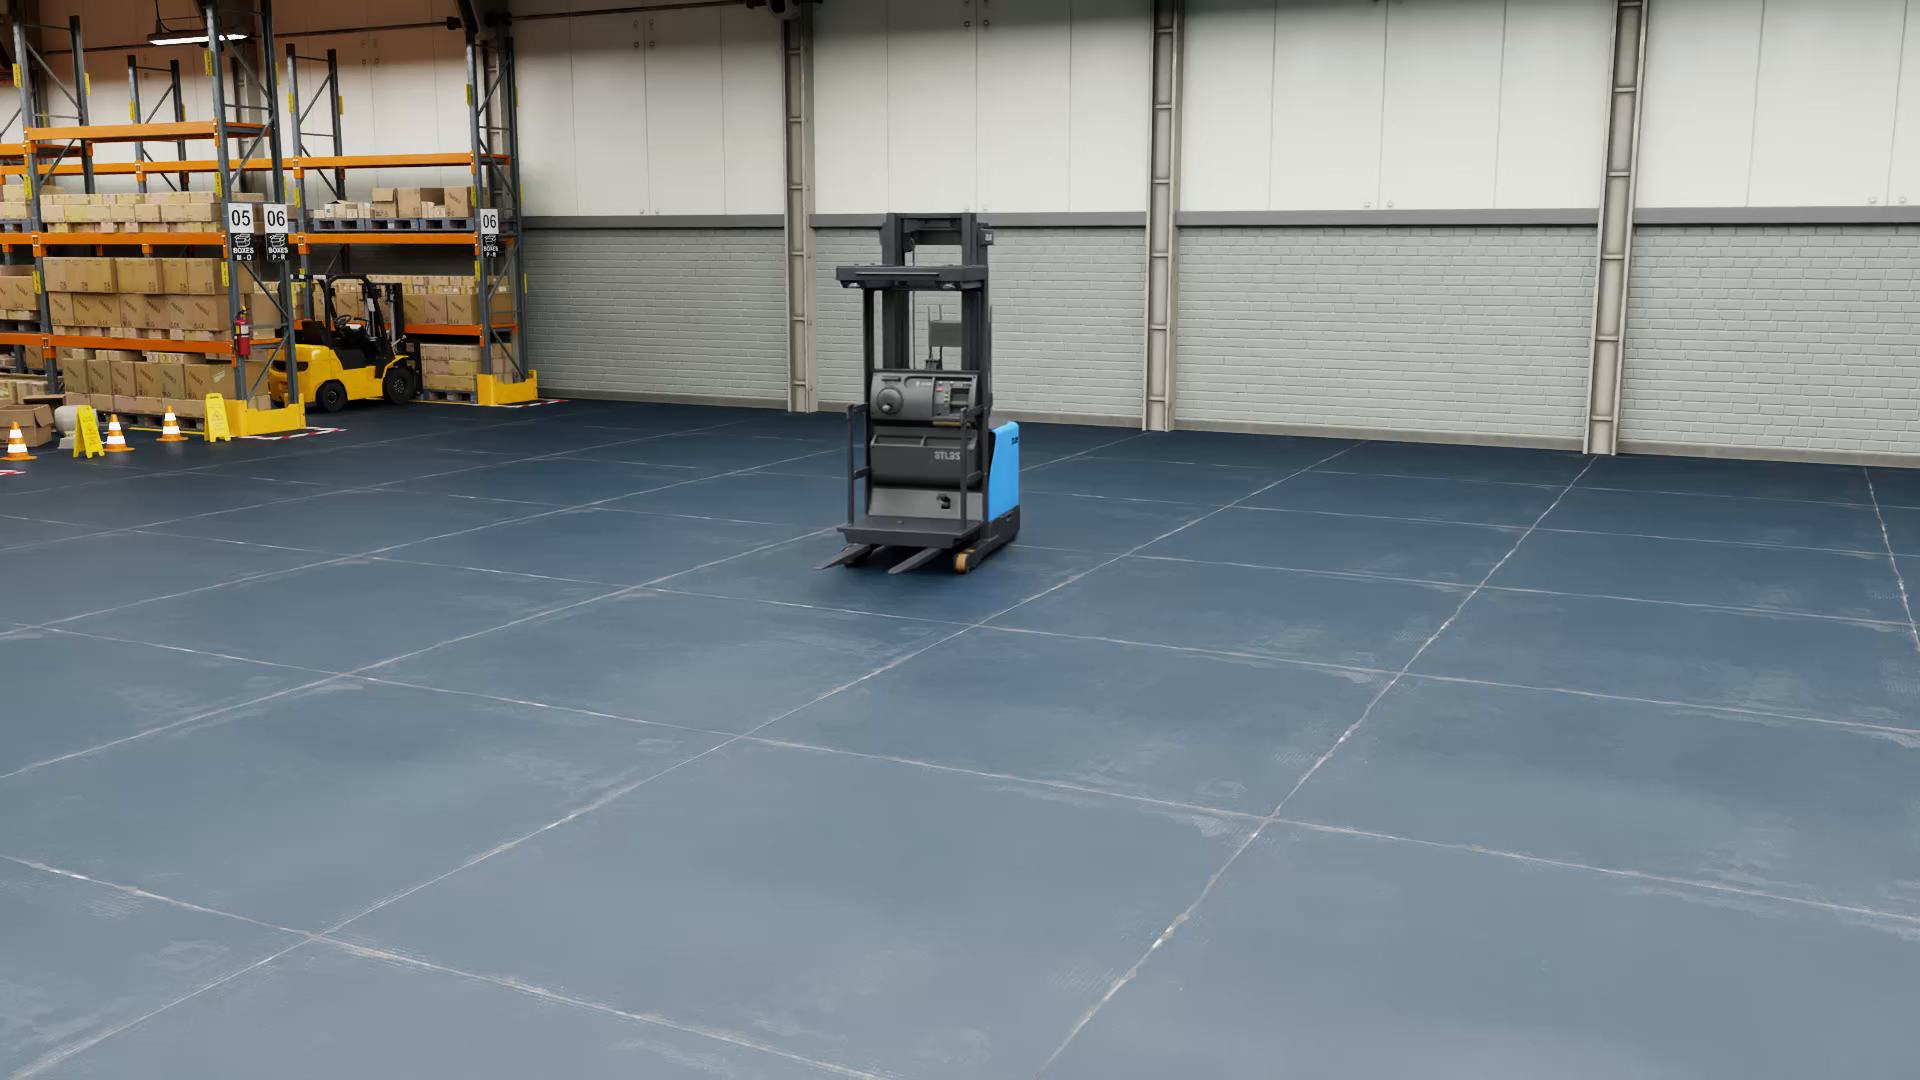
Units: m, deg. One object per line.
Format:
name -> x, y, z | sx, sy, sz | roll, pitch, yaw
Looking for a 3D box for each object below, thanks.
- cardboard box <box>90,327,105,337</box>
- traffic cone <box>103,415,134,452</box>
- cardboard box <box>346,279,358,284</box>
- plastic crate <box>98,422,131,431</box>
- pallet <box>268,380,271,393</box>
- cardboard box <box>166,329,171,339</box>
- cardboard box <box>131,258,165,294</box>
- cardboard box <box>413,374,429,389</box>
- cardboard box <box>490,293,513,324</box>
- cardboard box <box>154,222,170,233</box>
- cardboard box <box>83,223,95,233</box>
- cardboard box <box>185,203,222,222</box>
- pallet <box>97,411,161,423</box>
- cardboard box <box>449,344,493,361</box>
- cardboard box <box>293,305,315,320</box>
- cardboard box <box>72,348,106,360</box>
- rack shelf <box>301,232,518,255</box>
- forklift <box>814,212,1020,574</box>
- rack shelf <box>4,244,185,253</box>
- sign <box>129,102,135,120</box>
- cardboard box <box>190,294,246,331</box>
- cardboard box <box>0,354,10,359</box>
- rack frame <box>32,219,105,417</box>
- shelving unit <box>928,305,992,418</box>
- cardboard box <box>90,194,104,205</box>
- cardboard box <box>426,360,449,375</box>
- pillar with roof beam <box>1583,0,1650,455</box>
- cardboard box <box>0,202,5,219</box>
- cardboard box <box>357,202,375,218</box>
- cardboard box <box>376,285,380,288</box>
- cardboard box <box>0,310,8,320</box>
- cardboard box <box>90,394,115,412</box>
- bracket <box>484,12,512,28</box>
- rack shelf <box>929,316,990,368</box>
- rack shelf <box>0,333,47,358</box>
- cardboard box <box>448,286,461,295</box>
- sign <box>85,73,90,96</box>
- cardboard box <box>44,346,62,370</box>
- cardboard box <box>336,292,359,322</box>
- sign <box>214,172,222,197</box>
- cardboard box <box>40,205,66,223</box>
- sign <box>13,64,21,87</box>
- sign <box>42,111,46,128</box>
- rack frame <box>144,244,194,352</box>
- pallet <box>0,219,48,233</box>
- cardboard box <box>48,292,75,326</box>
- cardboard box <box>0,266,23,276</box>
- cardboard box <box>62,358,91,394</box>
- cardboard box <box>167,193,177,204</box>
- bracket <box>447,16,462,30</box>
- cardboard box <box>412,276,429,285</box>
cardboard box -> -12.598, -3.087, 24.569 | 0.250, 0.149, 0.380 | 5, 12, 28
traffic cone -> -11.002, -1.400, 21.664 | 0.334, 0.463, 0.336 | 5, 11, 26
cardboard box -> -10.406, -4.513, 28.806 | 0.250, 0.149, 0.380 | 5, 12, 27
plastic crate -> -12.401, -1.648, 24.111 | 0.583, 0.080, 0.402 | 1, 10, 6
pallet -> -11.932, -2.812, 30.175 | 1.213, 0.211, 1.003 | 5, 11, 26
cardboard box -> -11.198, -2.980, 23.977 | 0.250, 0.149, 0.380 | 5, 11, 27
cardboard box -> -11.368, -3.782, 23.780 | 0.500, 0.500, 0.700 | 5, 11, 25
cardboard box -> -9.114, -2.739, 28.482 | 0.500, 0.250, 0.500 | 5, 11, 26
cardboard box -> -7.988, -3.950, 28.350 | 0.500, 0.500, 0.500 | 5, 12, 28
cardboard box -> -11.206, -4.443, 23.641 | 0.250, 0.149, 0.380 | 5, 11, 25
cardboard box -> -12.587, -4.570, 24.344 | 0.250, 0.149, 0.380 | 5, 12, 28
cardboard box -> -10.438, -4.570, 23.221 | 0.500, 0.250, 0.500 | 5, 11, 25
pallet -> -12.829, -1.920, 25.245 | 1.213, 0.211, 1.003 | 5, 11, 26
cardboard box -> -8.217, -3.149, 27.942 | 0.500, 0.250, 0.500 | 5, 12, 28
cardboard box -> -11.821, -4.056, 29.642 | 0.500, 0.250, 0.500 | 5, 12, 27
cardboard box -> -12.951, -2.772, 24.739 | 0.250, 0.149, 0.380 | 5, 11, 27
rack shelf -> -9.460, -5.097, 28.566 | 4.000, 0.370, 1.077 | 5, 11, 26
forklift -> -0.366, -1.247, 13.890 | 1.130, 2.935, 3.031 | 3, 11, 17
rack shelf -> -16.634, -5.727, 32.049 | 4.000, 0.370, 1.077 | 5, 11, 26
sign -> -15.072, -7.811, 30.274 | 0.005, 0.325, 0.100 | 5, 11, 26
cardboard box -> -10.468, -3.218, 23.474 | 0.500, 0.500, 0.500 | 5, 11, 25
cardboard box -> -19.378, -3.649, 33.468 | 0.258, 0.266, 0.396 | 5, 12, 28
rack frame -> -13.447, -3.339, 25.258 | 0.127, 3.000, 1.000 | 5, 11, 26
shelving unit -> 0.004, -1.144, 15.658 | 0.503, 2.100, 0.431 | 3, 11, 16
cardboard box -> -12.361, -4.933, 24.106 | 0.250, 0.149, 0.380 | 5, 11, 24
cardboard box -> -8.686, -2.946, 28.225 | 0.500, 0.250, 0.500 | 5, 11, 25
pillar with roof beam -> 6.345, -4.862, 16.827 | 0.400, 9.000, 9.100 | 5, 11, 26
cardboard box -> -14.486, -5.012, 25.318 | 0.500, 0.250, 0.500 | 5, 11, 27
cardboard box -> -10.057, -5.633, 28.424 | 0.258, 0.266, 0.396 | 5, 11, 24
cardboard box -> -9.949, -4.328, 28.620 | 0.250, 0.149, 0.380 | 5, 11, 24
cardboard box -> -14.506, -3.457, 25.435 | 0.250, 0.149, 0.380 | 5, 11, 25
cardboard box -> -12.553, -2.063, 24.748 | 0.500, 0.250, 0.500 | 6, 12, 29
bracket -> -7.677, -8.650, 27.648 | 0.430, 0.232, 0.235 | 5, 11, 26
rack shelf -> 0.004, -1.820, 15.536 | 0.480, 0.518, 0.431 | 3, 11, 16
rack shelf -> -15.240, -3.143, 26.193 | 4.000, 0.370, 1.077 | 5, 11, 26
cardboard box -> -8.344, -4.183, 27.821 | 0.250, 0.149, 0.380 | 5, 12, 27
sign -> -13.190, -6.875, 25.105 | 0.005, 0.325, 0.100 | 5, 11, 26
cardboard box -> -17.612, -3.625, 32.676 | 0.500, 0.500, 0.500 | 5, 11, 25
cardboard box -> -10.497, -4.066, 28.995 | 0.500, 0.500, 0.500 | 5, 12, 27
sign -> -10.123, -4.849, 22.690 | 0.005, 0.325, 0.100 | 5, 11, 26
cardboard box -> -13.173, -4.809, 24.545 | 0.500, 0.250, 0.500 | 5, 11, 25
sign -> -13.687, -6.740, 24.134 | 0.005, 0.325, 0.100 | 5, 11, 26
sign -> -18.187, -8.341, 32.984 | 0.005, 0.325, 0.100 | 5, 11, 26
rack frame -> -14.841, -4.448, 31.382 | 0.127, 3.000, 1.000 | 5, 11, 26
pallet -> -13.953, -4.789, 25.371 | 1.003, 0.211, 1.213 | 5, 11, 26
cardboard box -> -13.175, -3.456, 24.785 | 0.500, 0.500, 0.500 | 5, 11, 26
cardboard box -> -14.584, -4.113, 25.418 | 0.250, 0.149, 0.380 | 5, 11, 24
cardboard box -> -13.037, -2.472, 24.904 | 0.500, 0.500, 0.500 | 6, 12, 29
cardboard box -> -10.949, -4.820, 23.485 | 0.250, 0.149, 0.380 | 5, 11, 26
bracket -> -8.421, -8.715, 28.010 | 0.430, 0.232, 0.235 | 5, 11, 26
cardboard box -> -9.036, -4.392, 28.135 | 0.250, 0.149, 0.380 | 5, 12, 27
